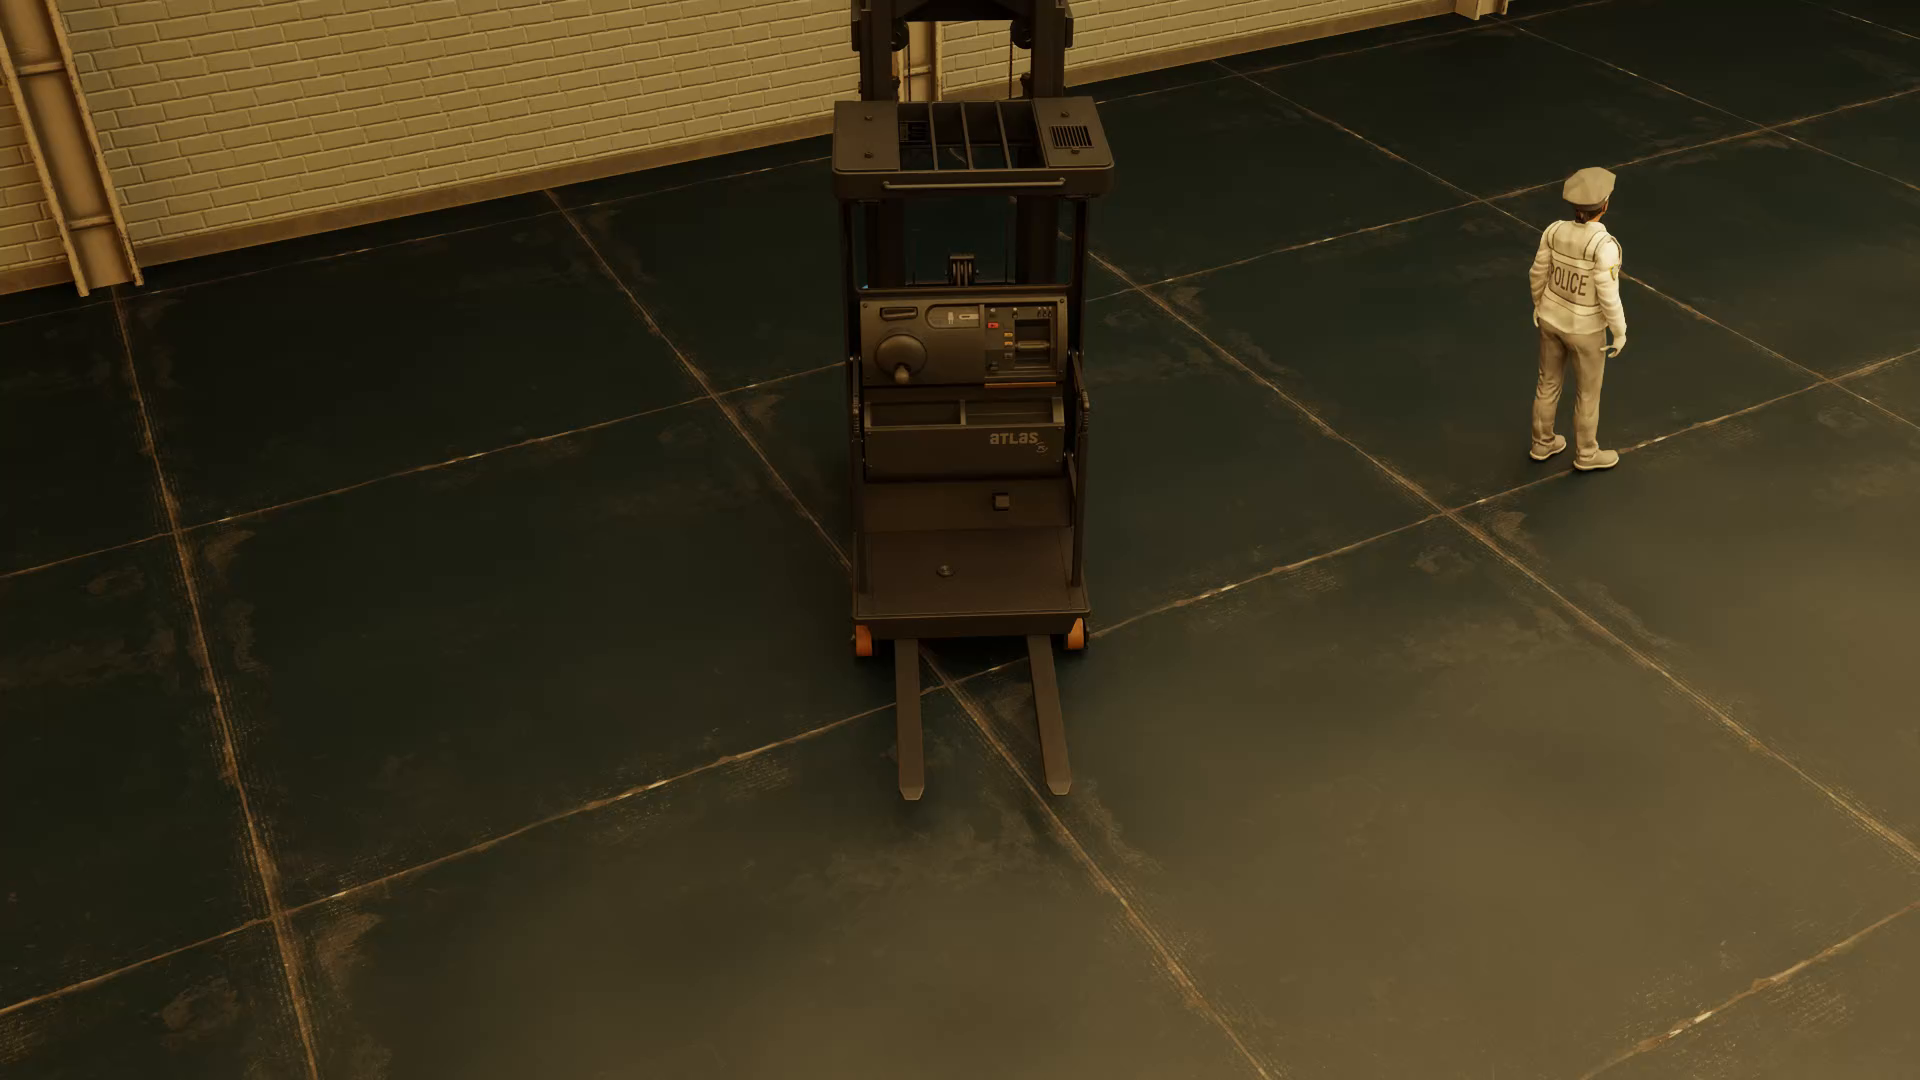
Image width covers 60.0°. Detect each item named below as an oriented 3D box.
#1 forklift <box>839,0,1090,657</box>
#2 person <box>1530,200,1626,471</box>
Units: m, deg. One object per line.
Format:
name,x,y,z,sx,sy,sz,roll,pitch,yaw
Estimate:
forklift,0.004,-1.125,7.770,1.129,2.867,1.939,-2,35,-2
person,3.327,-1.154,8.861,0.488,1.642,0.570,-22,41,-28
